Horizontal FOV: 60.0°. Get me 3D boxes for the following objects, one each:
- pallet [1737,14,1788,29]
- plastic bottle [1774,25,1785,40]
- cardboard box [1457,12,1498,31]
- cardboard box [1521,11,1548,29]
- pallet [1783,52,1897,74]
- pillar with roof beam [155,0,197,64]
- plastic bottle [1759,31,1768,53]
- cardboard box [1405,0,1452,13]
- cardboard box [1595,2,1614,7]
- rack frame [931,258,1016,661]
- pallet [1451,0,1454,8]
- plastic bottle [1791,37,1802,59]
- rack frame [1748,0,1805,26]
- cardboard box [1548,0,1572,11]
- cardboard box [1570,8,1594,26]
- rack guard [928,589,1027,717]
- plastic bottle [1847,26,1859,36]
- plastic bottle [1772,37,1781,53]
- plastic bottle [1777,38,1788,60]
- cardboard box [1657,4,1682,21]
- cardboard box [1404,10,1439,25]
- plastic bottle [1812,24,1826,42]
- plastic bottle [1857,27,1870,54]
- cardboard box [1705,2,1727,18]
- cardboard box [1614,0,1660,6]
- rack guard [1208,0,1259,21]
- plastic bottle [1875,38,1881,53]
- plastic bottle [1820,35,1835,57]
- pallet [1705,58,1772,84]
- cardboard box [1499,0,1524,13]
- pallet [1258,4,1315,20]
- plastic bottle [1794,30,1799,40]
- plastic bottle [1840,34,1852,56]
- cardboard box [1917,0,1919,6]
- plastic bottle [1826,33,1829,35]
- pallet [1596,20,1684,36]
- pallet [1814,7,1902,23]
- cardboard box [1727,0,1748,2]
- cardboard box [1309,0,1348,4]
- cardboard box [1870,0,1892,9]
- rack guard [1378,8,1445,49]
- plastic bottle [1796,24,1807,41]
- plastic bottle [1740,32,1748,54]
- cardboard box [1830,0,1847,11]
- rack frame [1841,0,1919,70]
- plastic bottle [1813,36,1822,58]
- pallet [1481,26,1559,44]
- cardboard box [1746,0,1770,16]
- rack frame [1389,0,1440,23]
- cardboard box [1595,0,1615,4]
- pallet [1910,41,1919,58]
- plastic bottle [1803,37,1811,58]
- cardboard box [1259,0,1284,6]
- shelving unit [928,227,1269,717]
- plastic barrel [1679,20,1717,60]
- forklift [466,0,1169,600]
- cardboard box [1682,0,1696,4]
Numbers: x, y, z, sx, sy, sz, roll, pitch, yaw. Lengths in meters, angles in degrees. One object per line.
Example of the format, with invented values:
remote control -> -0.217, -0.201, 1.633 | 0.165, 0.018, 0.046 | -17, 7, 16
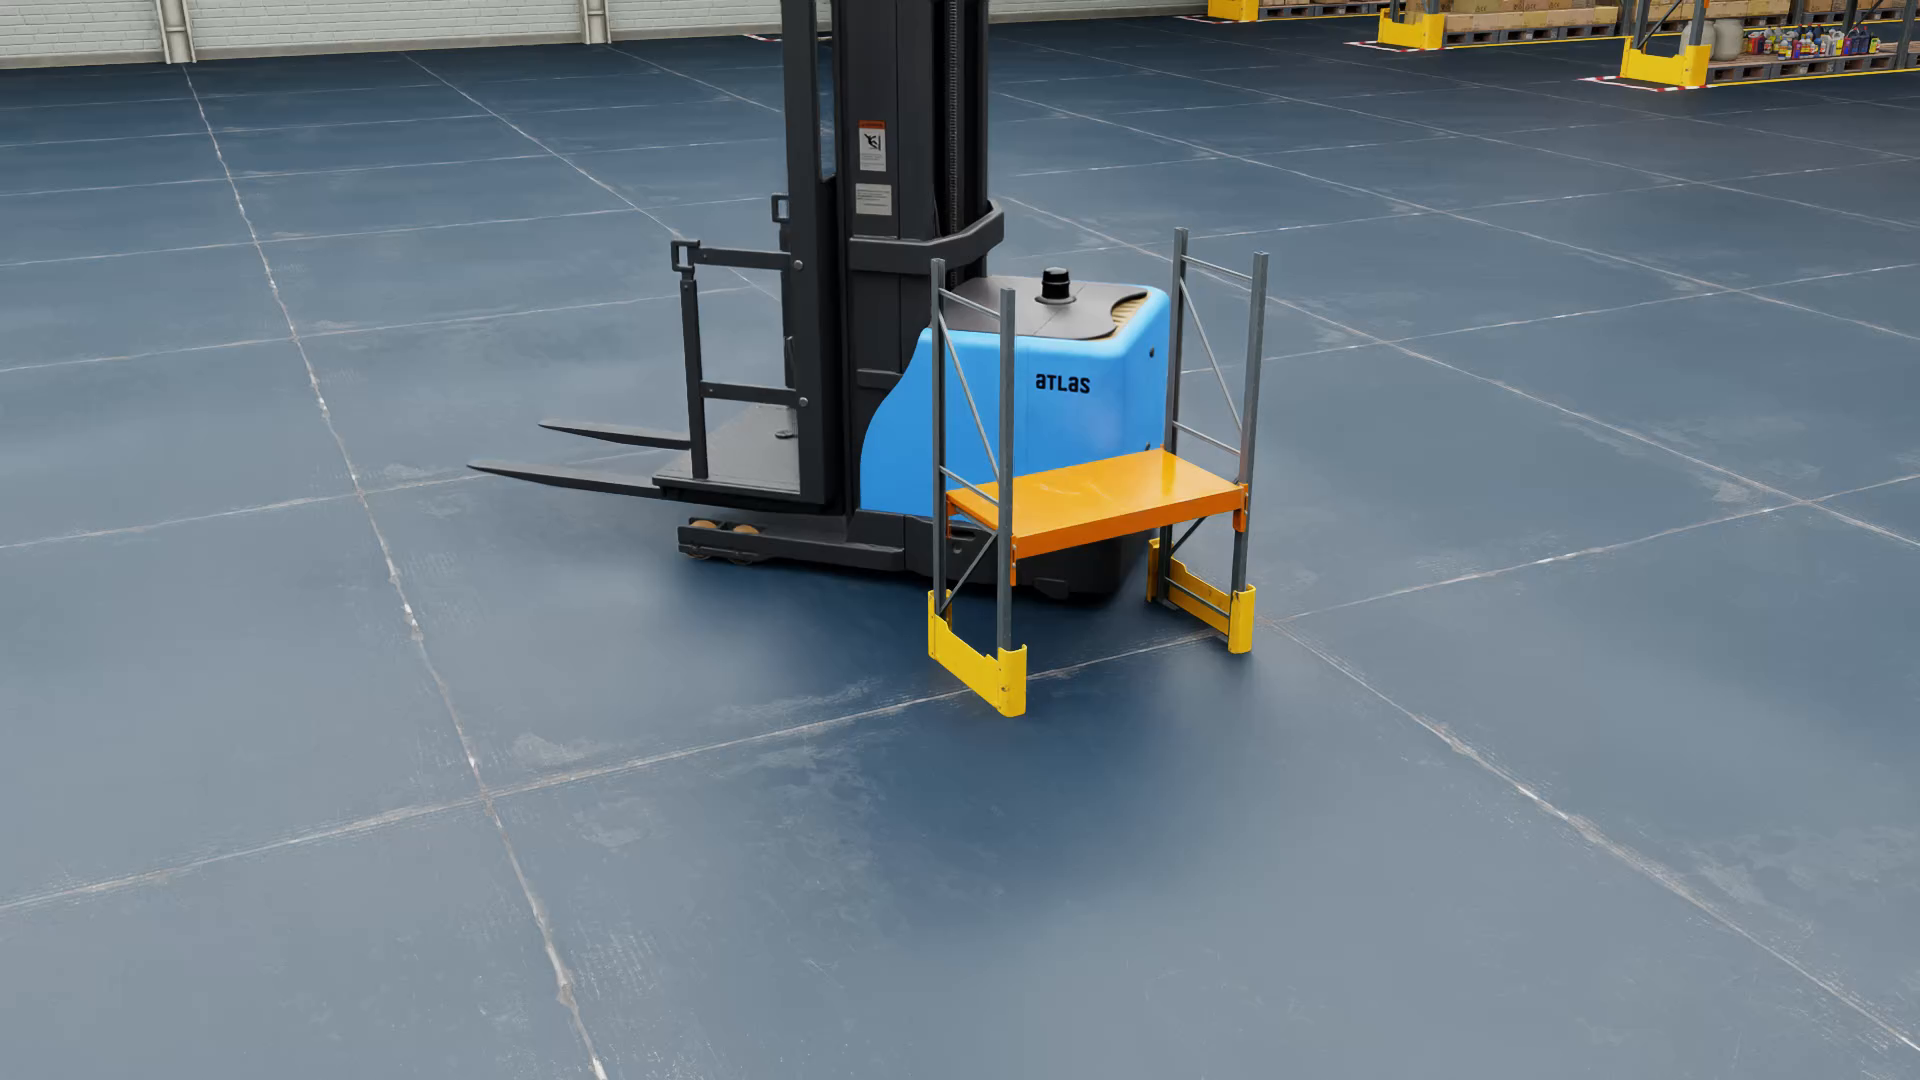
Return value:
pallet -> 13.444, -8.994, 28.701 | 1.213, 0.211, 1.003 | -10, 25, -24
plastic bottle -> 11.283, -6.921, 22.935 | 0.185, 0.351, 0.144 | -11, 25, -24
cardboard box -> 8.023, -8.098, 25.938 | 0.500, 0.250, 0.500 | -10, 25, -24
cardboard box -> 8.926, -8.262, 26.334 | 0.500, 0.250, 0.500 | -10, 25, -24
pallet -> 12.120, -6.649, 23.036 | 1.213, 0.211, 1.003 | -10, 25, -24
pillar with roof beam -> -9.254, -9.502, 18.438 | 0.400, 9.000, 9.100 | -10, 25, -24
plastic bottle -> 10.968, -6.827, 22.806 | 0.135, 0.276, 0.152 | -11, 25, -25
cardboard box -> 7.348, -8.540, 26.024 | 0.500, 0.500, 0.500 | -10, 25, -24
cardboard box -> 10.846, -8.834, 27.715 | 0.500, 0.250, 0.500 | -11, 25, -24
rack frame -> 0.039, -0.177, 5.716 | 0.032, 1.500, 0.500 | -12, 25, -27
pallet -> 9.147, -10.290, 31.832 | 1.213, 0.211, 1.003 | -10, 25, -24
plastic bottle -> 11.120, -6.543, 22.112 | 0.133, 0.283, 0.061 | -10, 25, -23
rack frame -> 14.203, -10.405, 28.465 | 0.127, 3.000, 1.000 | -10, 25, -24
cardboard box -> 9.371, -8.696, 26.403 | 0.500, 0.500, 0.500 | -10, 25, -24
cardboard box -> 9.820, -8.434, 26.748 | 0.500, 0.250, 0.500 | -10, 25, -24
rack guard -> 0.056, 0.397, 5.964 | 0.087, 0.250, 0.587 | -12, 25, -27
plastic bottle -> 12.225, -6.857, 22.781 | 0.185, 0.351, 0.144 | -10, 25, -24
plastic bottle -> 11.207, -6.787, 22.807 | 0.097, 0.201, 0.097 | 0, 22, 0
plastic bottle -> 10.908, -6.507, 22.039 | 0.097, 0.271, 0.097 | 0, 22, 0
cardboard box -> 11.530, -8.731, 27.467 | 0.500, 0.250, 0.500 | -10, 24, -22
cardboard box -> 7.349, -8.193, 26.166 | 0.500, 0.250, 0.500 | -10, 25, -24
plastic bottle -> 11.898, -6.973, 23.061 | 0.185, 0.351, 0.144 | -10, 25, -24
plastic bottle -> 12.288, -6.807, 22.661 | 0.185, 0.351, 0.144 | -11, 25, -25
cardboard box -> 12.455, -8.902, 27.880 | 0.500, 0.250, 0.500 | -10, 24, -23
cardboard box -> 11.079, -8.907, 27.159 | 0.500, 0.311, 0.500 | -10, 25, -23
rack guard -> 4.911, -9.642, 29.891 | 0.348, 0.500, 1.175 | -10, 25, -24
plastic bottle -> 12.551, -6.777, 22.783 | 0.097, 0.201, 0.097 | 0, 22, 0
plastic bottle -> 11.676, -6.662, 22.408 | 0.135, 0.276, 0.152 | -10, 24, -23
pallet -> 9.921, -6.244, 22.058 | 1.213, 0.211, 1.003 | -10, 25, -24
cardboard box -> 8.468, -8.532, 26.004 | 0.500, 0.500, 0.500 | -10, 25, -24
pallet -> 5.658, -9.632, 30.242 | 1.213, 0.211, 1.003 | -10, 25, -24
plastic bottle -> 11.550, -6.917, 23.031 | 0.097, 0.271, 0.097 | 0, 22, 0
plastic bottle -> 11.986, -6.703, 22.497 | 0.133, 0.283, 0.061 | -9, 24, -20
cardboard box -> 17.037, -9.857, 29.835 | 0.500, 0.500, 0.500 | -10, 25, -23
plastic bottle -> 11.756, -6.722, 22.543 | 0.133, 0.283, 0.061 | -10, 25, -24
pallet -> 11.245, -8.589, 27.723 | 1.213, 0.211, 1.003 | -10, 25, -24
pallet -> 15.989, -9.429, 29.752 | 1.213, 0.211, 1.003 | -10, 25, -24
cardboard box -> 12.916, -9.245, 27.975 | 0.500, 0.311, 0.500 | -11, 25, -24
cardboard box -> 6.701, -10.116, 30.459 | 0.500, 0.500, 0.700 | -12, 25, -27
cardboard box -> 16.128, -9.689, 29.428 | 0.500, 0.500, 0.500 | -11, 25, -25
rack guard -> 6.972, -7.919, 25.728 | 0.348, 0.500, 1.175 | -10, 25, -24
plastic bottle -> 11.666, -6.991, 23.106 | 0.185, 0.351, 0.144 | -12, 25, -26
plastic bottle -> 10.701, -6.800, 22.732 | 0.133, 0.283, 0.061 | -10, 24, -22
cardboard box -> 15.206, -9.519, 29.018 | 0.500, 0.500, 0.500 | -11, 25, -26
rack frame -> 12.743, -8.034, 22.737 | 0.127, 3.000, 1.000 | -10, 25, -24
plastic bottle -> 11.489, -6.614, 22.297 | 0.097, 0.271, 0.097 | 0, 22, 0
pallet -> 8.763, -8.132, 26.619 | 1.213, 0.211, 1.003 | -10, 25, -24
cardboard box -> 13.371, -9.071, 28.287 | 0.500, 0.250, 0.500 | -11, 25, -24
rack frame -> 6.994, -9.078, 25.259 | 0.127, 3.000, 1.000 | -10, 25, -24
cardboard box -> 10.839, -9.090, 27.602 | 0.500, 0.311, 0.500 | -10, 25, -24
pallet -> 14.535, -7.093, 24.110 | 1.213, 0.211, 1.003 | -10, 25, -24
plastic bottle -> 11.307, -6.580, 22.216 | 0.097, 0.271, 0.097 | 0, 22, 0
cardboard box -> 5.505, -9.830, 30.015 | 0.500, 0.311, 0.500 | -14, 26, -30
shelving unit -> 0.488, -0.275, 5.953 | 1.083, 1.500, 0.587 | -12, 25, -27
plastic barrel -> 9.699, -6.551, 21.857 | 0.421, 0.512, 0.421 | 0, 22, 0
forklift -> -0.680, -1.431, 6.875 | 3.031, 2.935, 1.130 | 7, 23, 16
cardboard box -> 11.998, -9.075, 27.564 | 0.500, 0.311, 0.500 | -11, 25, -25
